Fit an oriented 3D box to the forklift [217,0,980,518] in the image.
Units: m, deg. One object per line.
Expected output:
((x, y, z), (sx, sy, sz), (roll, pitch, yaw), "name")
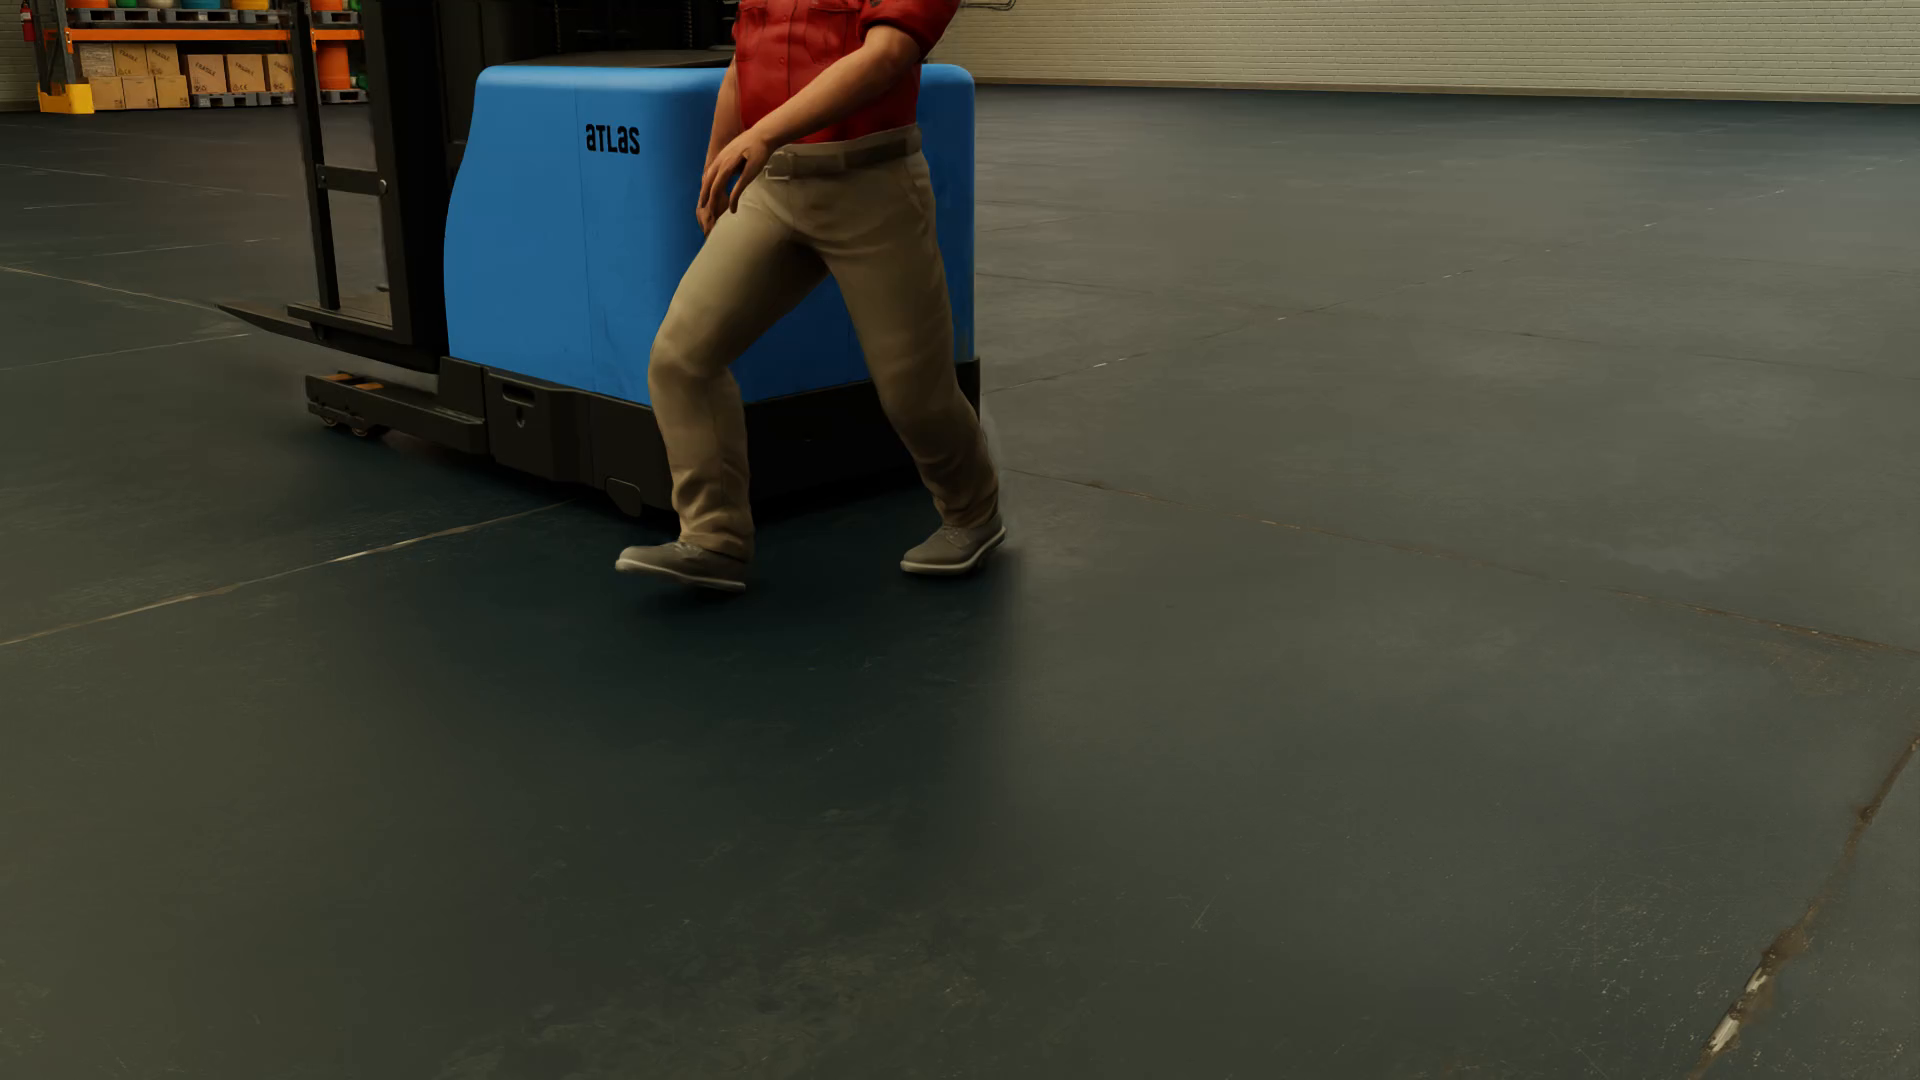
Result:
((-1.352, -1.801, 4.828), (3.031, 2.935, 1.130), (16, 23, 42), "forklift")

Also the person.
((-0.319, -0.690, 3.411), (0.709, 1.651, 0.833), (10, 19, 29), "person")
